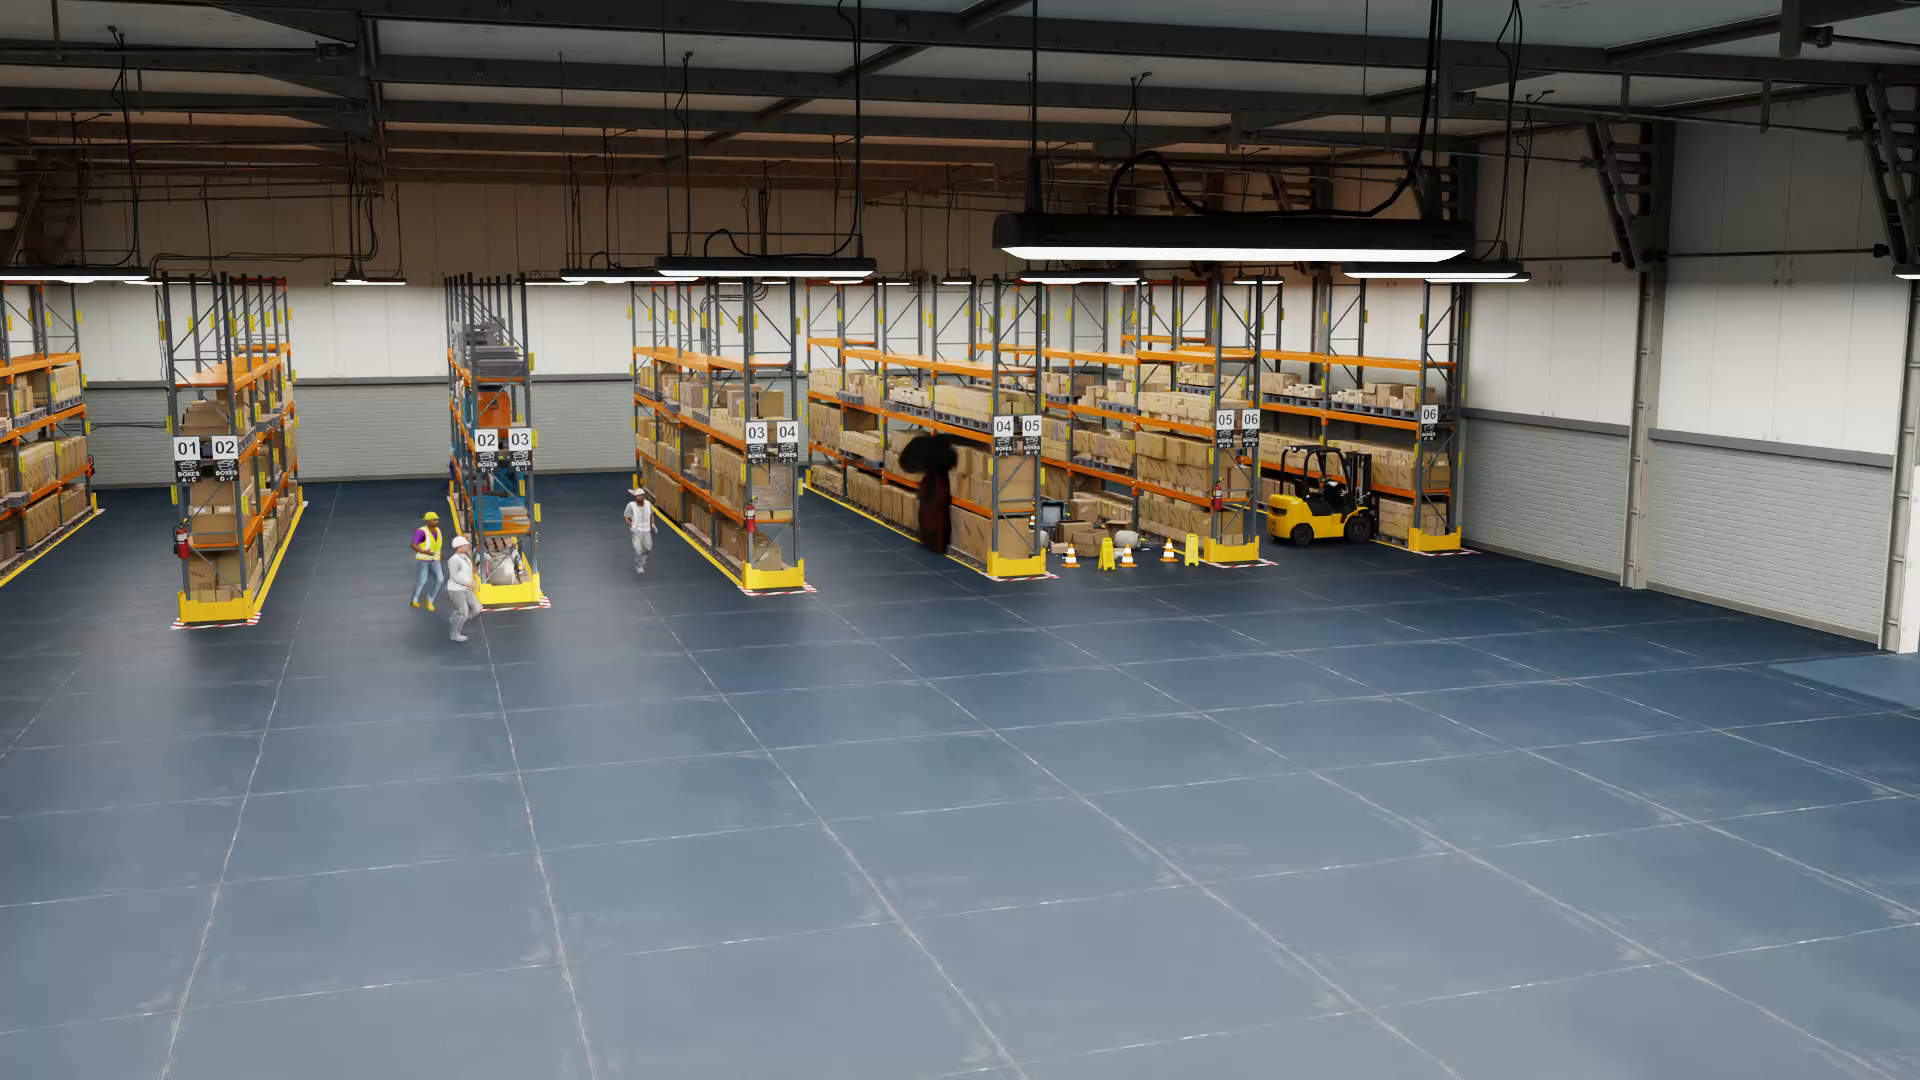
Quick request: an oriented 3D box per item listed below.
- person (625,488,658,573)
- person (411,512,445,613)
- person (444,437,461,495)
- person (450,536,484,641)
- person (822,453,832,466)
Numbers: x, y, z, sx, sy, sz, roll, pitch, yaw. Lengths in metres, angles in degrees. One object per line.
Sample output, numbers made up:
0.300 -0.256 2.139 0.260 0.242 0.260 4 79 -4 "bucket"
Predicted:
-6.413 -0.185 33.555 0.673 1.726 0.638 -5 10 -28 "person"
-9.474 0.389 29.767 0.707 1.794 0.727 7 11 37 "person"
-14.058 -2.070 46.405 0.715 1.617 0.609 0 9 2 "person"
-8.055 0.783 27.167 0.654 1.725 0.635 1 9 8 "person"
-4.087 -2.792 50.995 0.680 1.697 0.954 4 10 26 "person"
